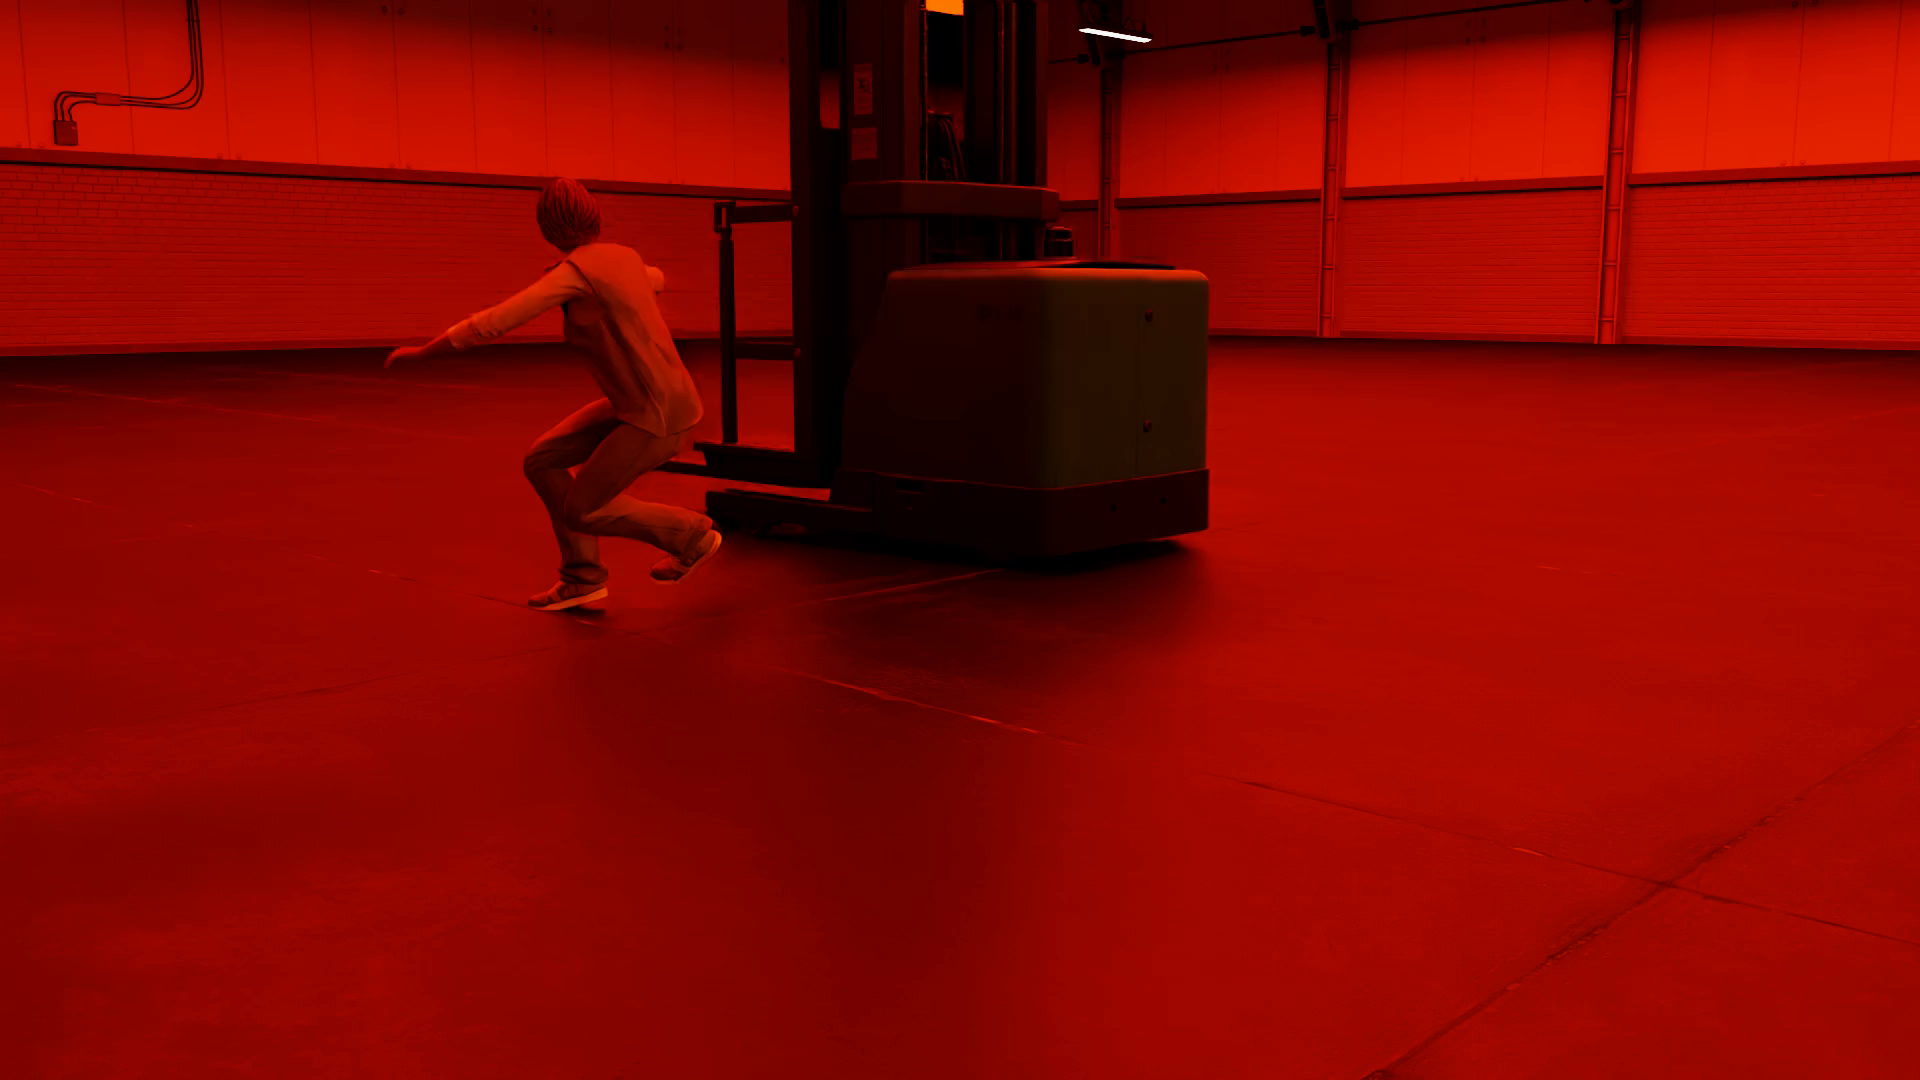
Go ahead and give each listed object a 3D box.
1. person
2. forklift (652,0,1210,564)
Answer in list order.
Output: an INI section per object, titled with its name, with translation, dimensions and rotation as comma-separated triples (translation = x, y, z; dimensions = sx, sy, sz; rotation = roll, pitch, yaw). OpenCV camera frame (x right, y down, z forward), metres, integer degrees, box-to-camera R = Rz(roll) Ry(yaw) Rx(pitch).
[person]
translation = -1.254, -0.436, 5.205
dimensions = 0.988, 1.340, 0.674
rotation = -1, 9, -9
[forklift]
translation = -0.433, -1.526, 7.007
dimensions = 3.031, 2.935, 1.130
rotation = 8, 12, 43
